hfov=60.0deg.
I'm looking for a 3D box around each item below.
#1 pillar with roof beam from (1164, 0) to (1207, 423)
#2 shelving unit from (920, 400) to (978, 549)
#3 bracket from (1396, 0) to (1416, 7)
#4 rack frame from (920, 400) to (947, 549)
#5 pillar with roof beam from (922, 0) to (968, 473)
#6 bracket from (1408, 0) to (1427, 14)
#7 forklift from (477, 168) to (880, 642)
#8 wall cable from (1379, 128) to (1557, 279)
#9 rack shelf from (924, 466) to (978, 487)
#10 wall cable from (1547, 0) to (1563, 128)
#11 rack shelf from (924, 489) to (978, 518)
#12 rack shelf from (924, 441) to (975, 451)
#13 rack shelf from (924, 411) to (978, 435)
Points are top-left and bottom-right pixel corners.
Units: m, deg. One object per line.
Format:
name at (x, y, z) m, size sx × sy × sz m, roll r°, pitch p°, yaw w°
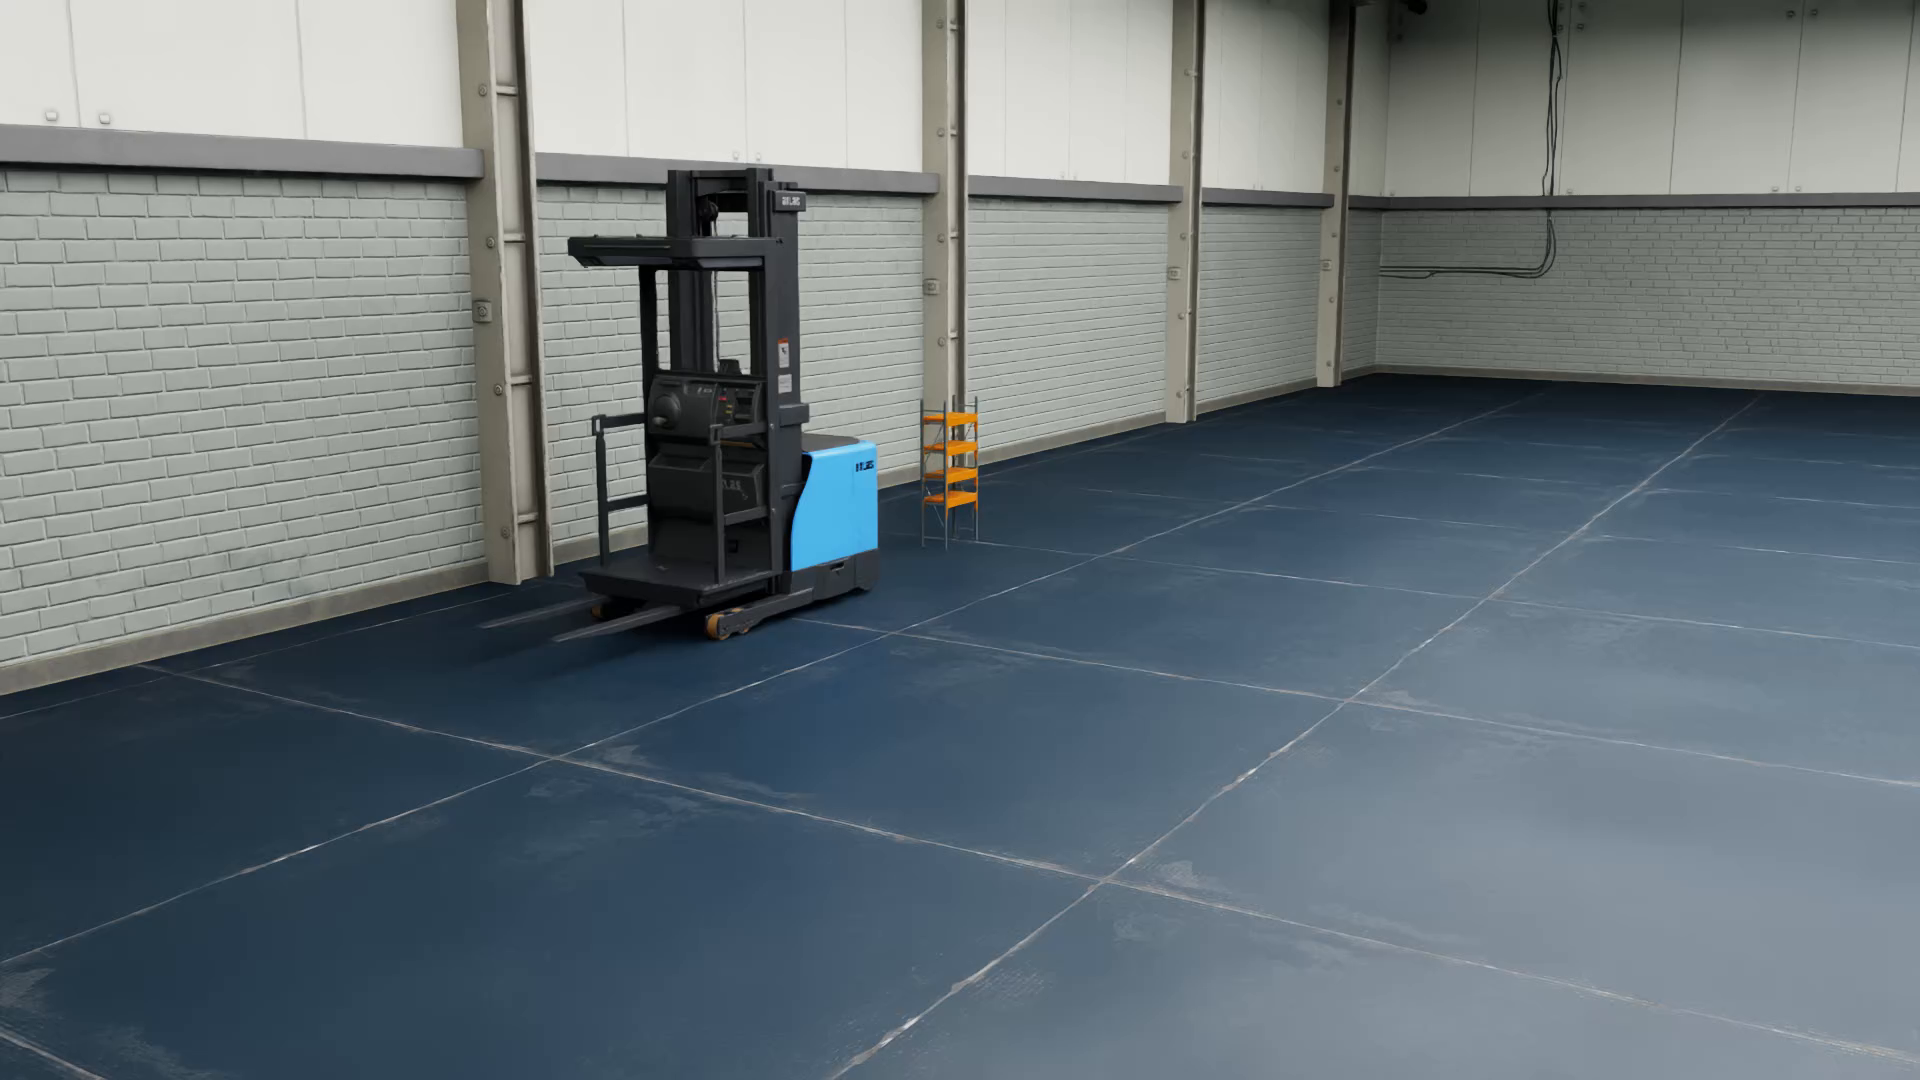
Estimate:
pillar with roof beam at (6.644, -5.617, 19.417) m, size 9.100 × 9.000 × 0.400 m, roll 6°, pitch 12°, yaw 31°
shelving unit at (-0.089, -0.563, 13.614) m, size 0.258 × 1.200 × 0.492 m, roll 6°, pitch 12°, yaw 31°
bracket at (7.522, -9.052, 27.986) m, size 0.076 × 0.066 × 3.189 m, roll 6°, pitch 12°, yaw 31°
rack frame at (-0.213, -0.525, 13.414) m, size 0.240 × 1.200 × 0.015 m, roll 6°, pitch 12°, yaw 31°
pillar with roof beam at (3.529, -4.673, 14.377) m, size 9.100 × 9.000 × 0.400 m, roll 6°, pitch 12°, yaw 31°
bracket at (7.829, -9.145, 28.482) m, size 0.235 × 0.232 × 0.430 m, roll 6°, pitch 12°, yaw 31°
forklift at (-1.788, -0.907, 10.750) m, size 1.130 × 2.935 × 3.031 m, roll 7°, pitch 12°, yaw 32°
wall cable at (8.739, -5.783, 28.740) m, size 3.097 × 2.526 × 0.112 m, roll 6°, pitch 12°, yaw 31°
rack shelf at (-0.086, -0.498, 13.632) m, size 0.258 × 0.148 × 0.480 m, roll 6°, pitch 12°, yaw 31°
wall cable at (11.051, -8.007, 26.895) m, size 3.097 × 2.526 × 0.112 m, roll 6°, pitch 12°, yaw 31°
rack shelf at (-0.086, -0.302, 13.668) m, size 0.258 × 0.148 × 0.480 m, roll 6°, pitch 12°, yaw 31°
rack shelf at (-0.086, -0.770, 13.581) m, size 0.221 × 0.021 × 0.457 m, roll 6°, pitch 12°, yaw 31°
rack shelf at (-0.086, -0.950, 13.547) m, size 0.258 × 0.148 × 0.480 m, roll 6°, pitch 12°, yaw 31°
